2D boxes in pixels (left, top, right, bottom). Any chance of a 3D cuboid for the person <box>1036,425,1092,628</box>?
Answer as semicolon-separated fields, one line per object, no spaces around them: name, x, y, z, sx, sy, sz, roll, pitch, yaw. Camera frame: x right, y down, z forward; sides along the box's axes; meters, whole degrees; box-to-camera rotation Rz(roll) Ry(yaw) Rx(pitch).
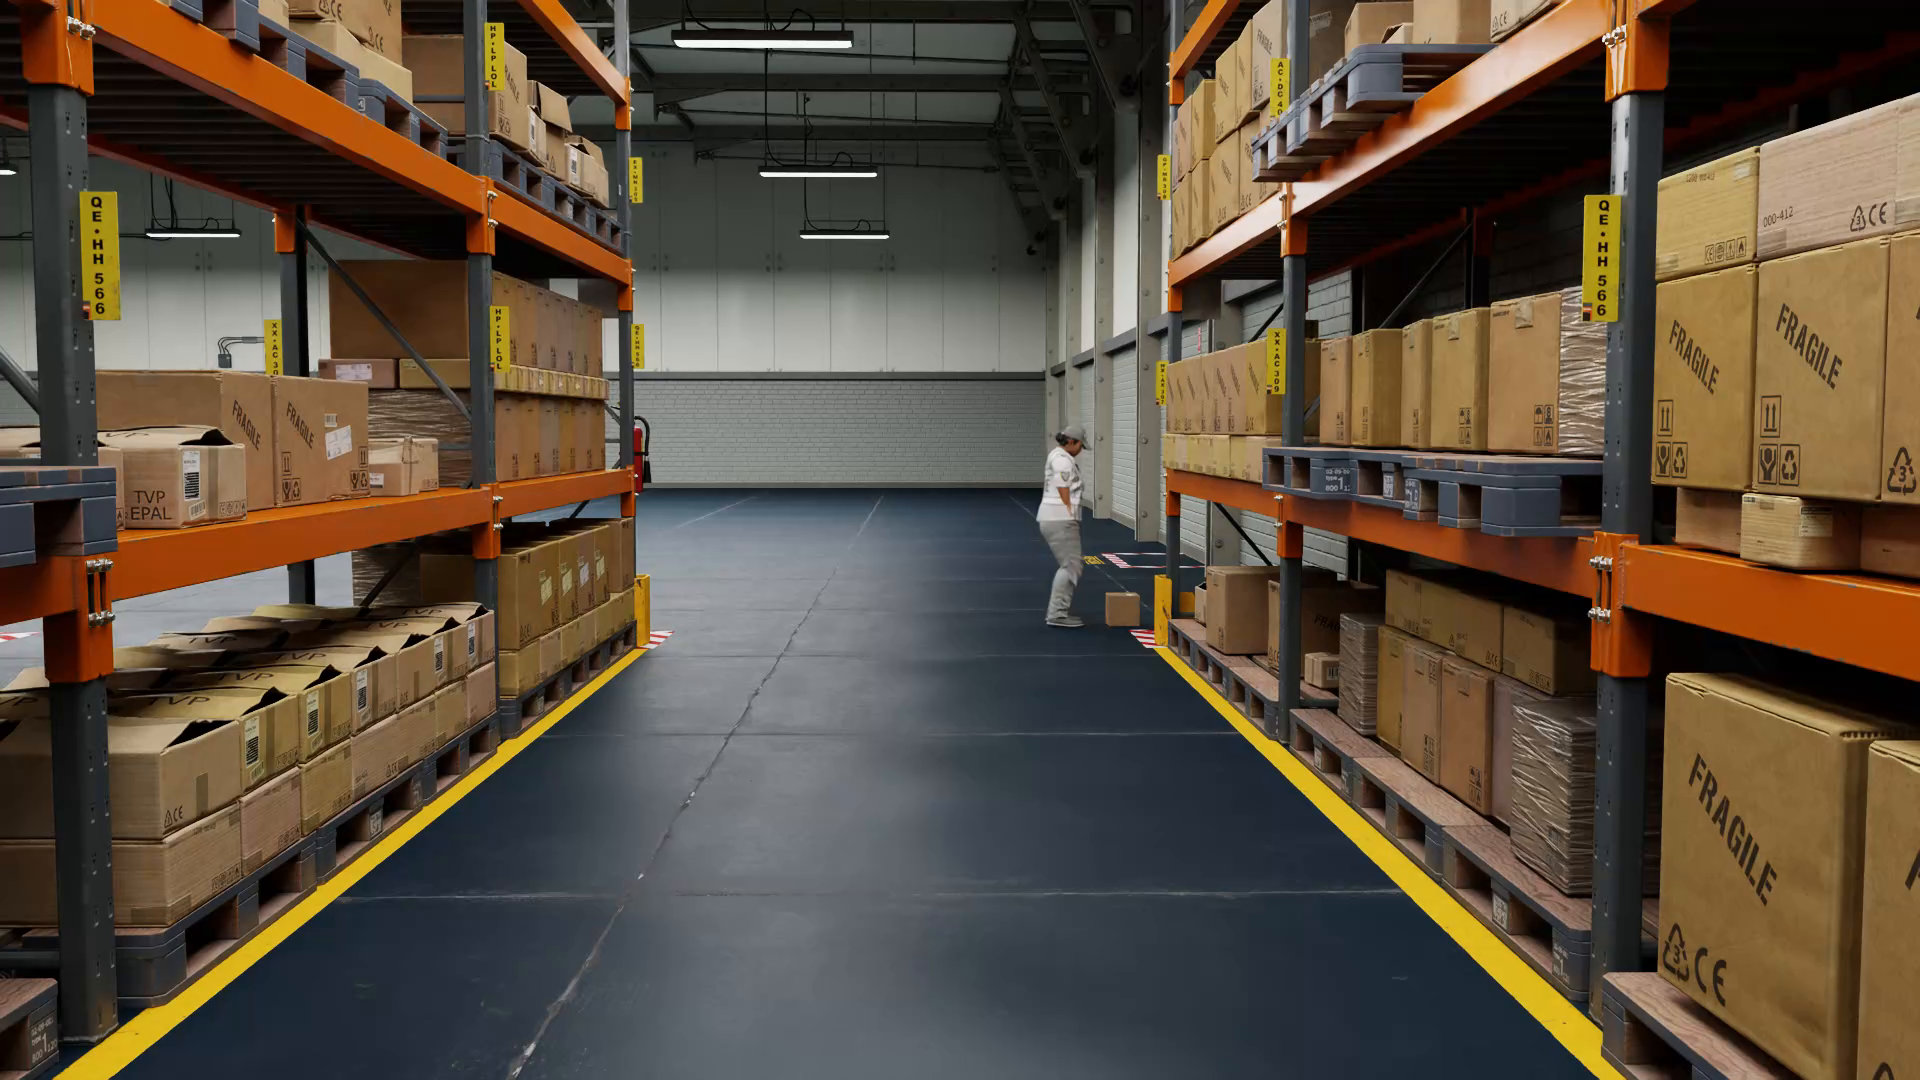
person;0.849;-0.116;13.531;0.452;1.633;0.489;0;4;0
